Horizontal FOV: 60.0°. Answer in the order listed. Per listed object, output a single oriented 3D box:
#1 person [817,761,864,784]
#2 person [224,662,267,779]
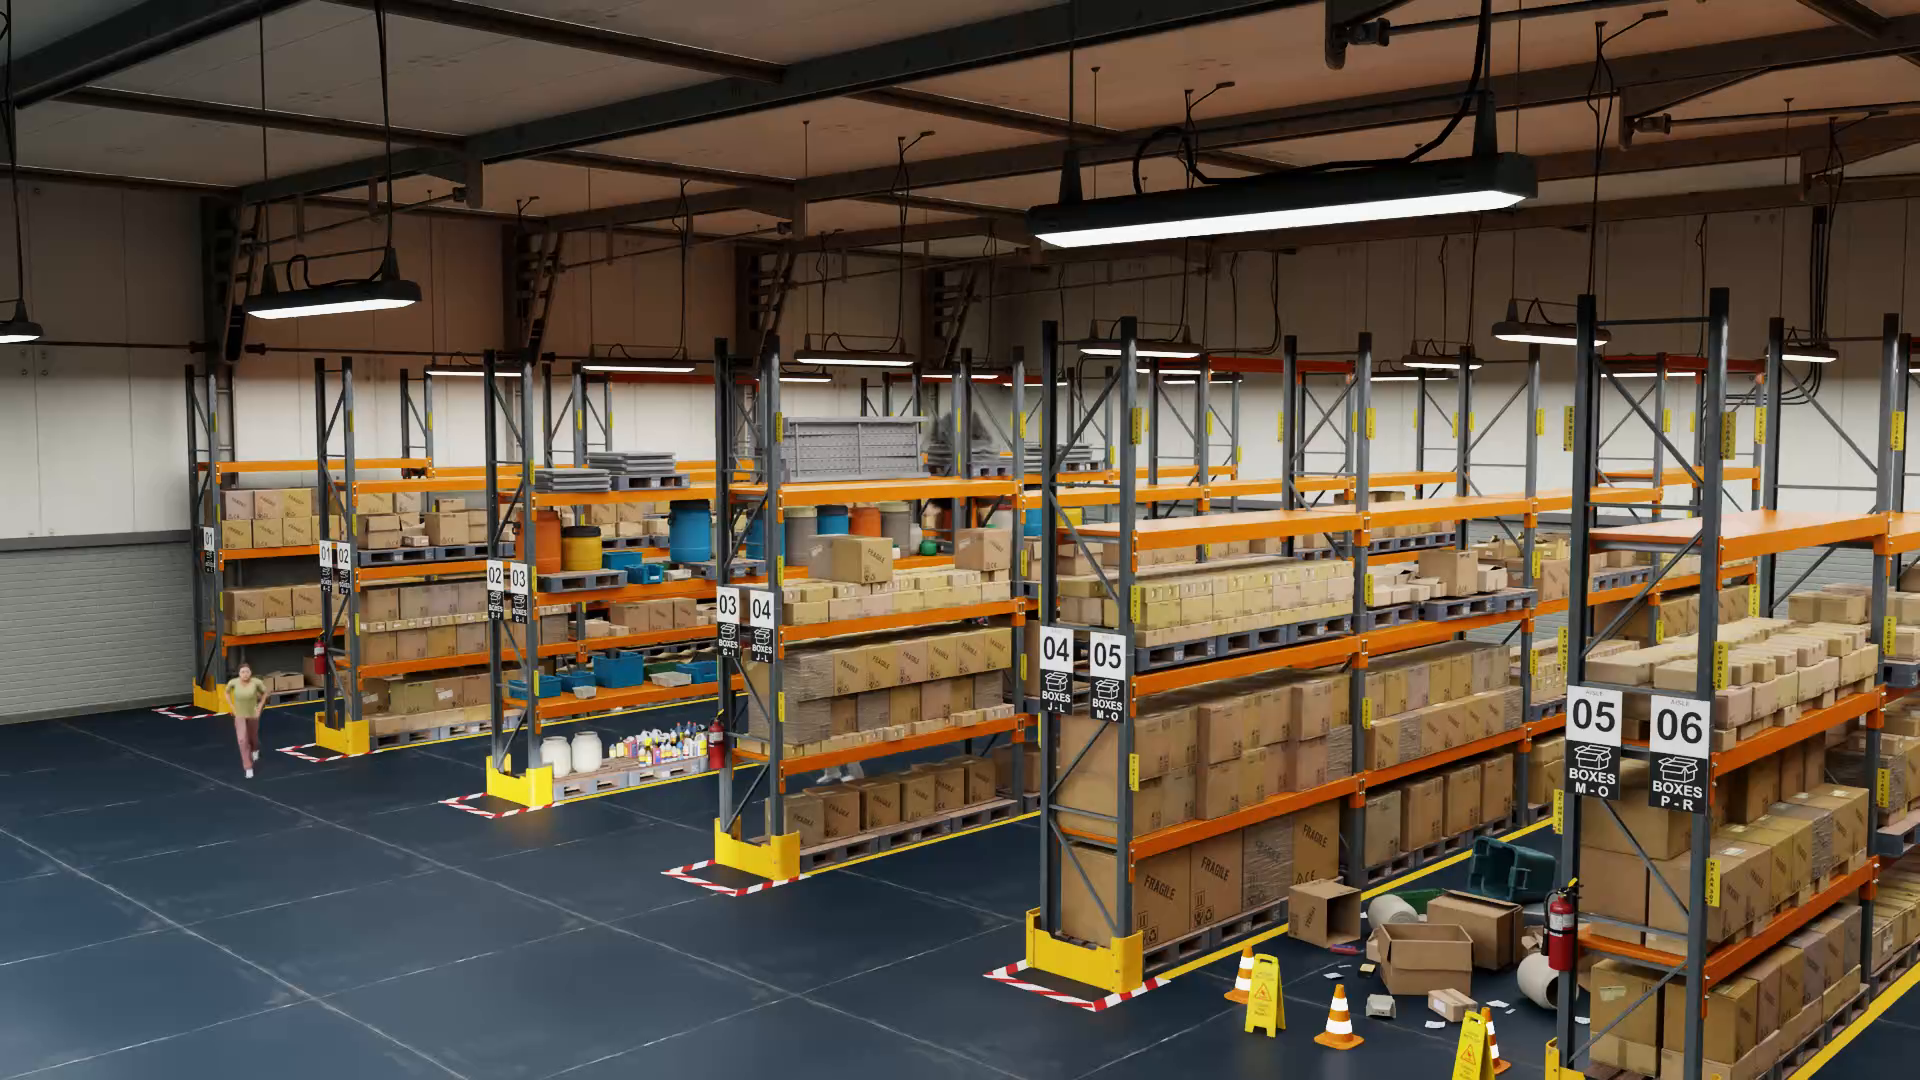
[{"bbox_3d":[-1.645,2.551,23.033,0.789,1.742,0.698,-4,6,-43],"label":"person"},{"bbox_3d":[-10.234,2.534,23.872,0.567,1.626,0.986,-1,5,-15],"label":"person"}]
